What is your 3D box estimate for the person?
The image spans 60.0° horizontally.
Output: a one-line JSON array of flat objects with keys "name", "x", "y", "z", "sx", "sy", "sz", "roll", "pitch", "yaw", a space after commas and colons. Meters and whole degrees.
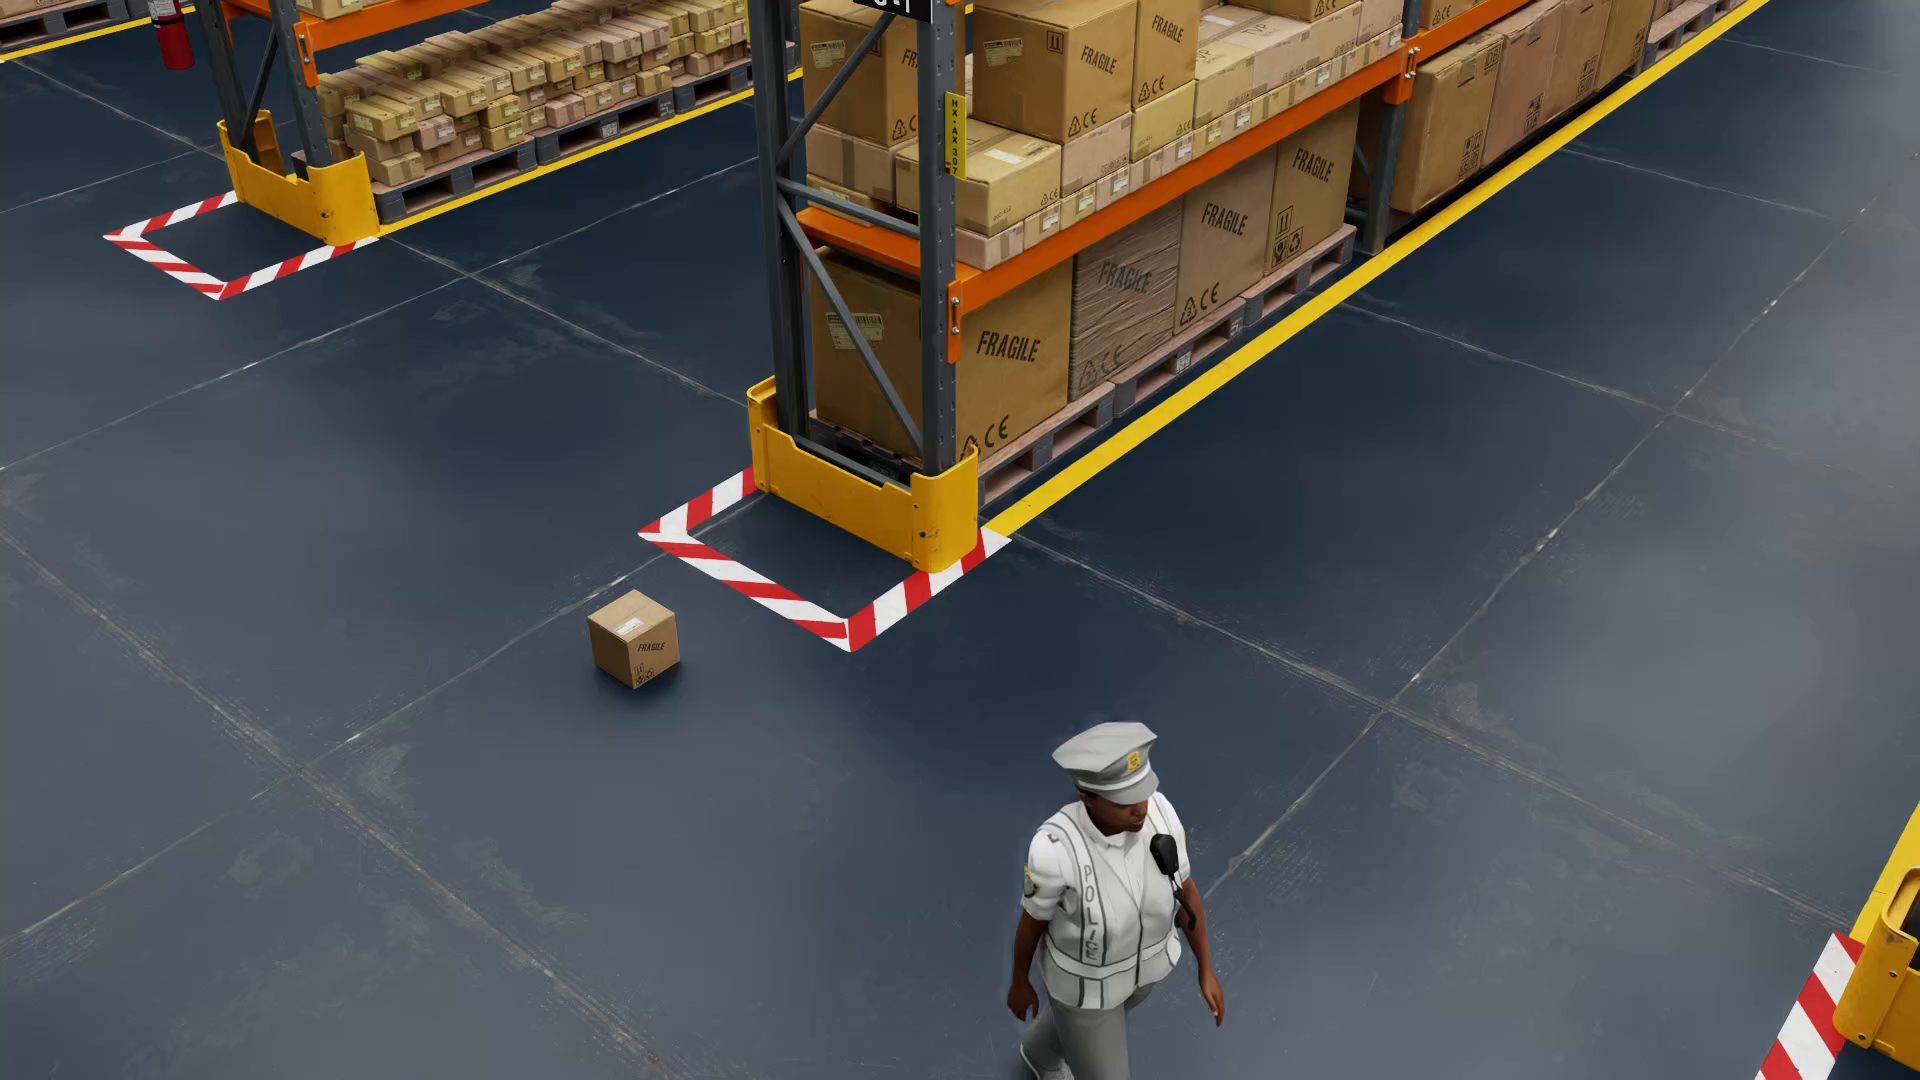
[{"name": "person", "x": 0.445, "y": 1.176, "z": 4.432, "sx": 0.480, "sy": 1.636, "sz": 0.952, "roll": -21, "pitch": 40, "yaw": -27}]
